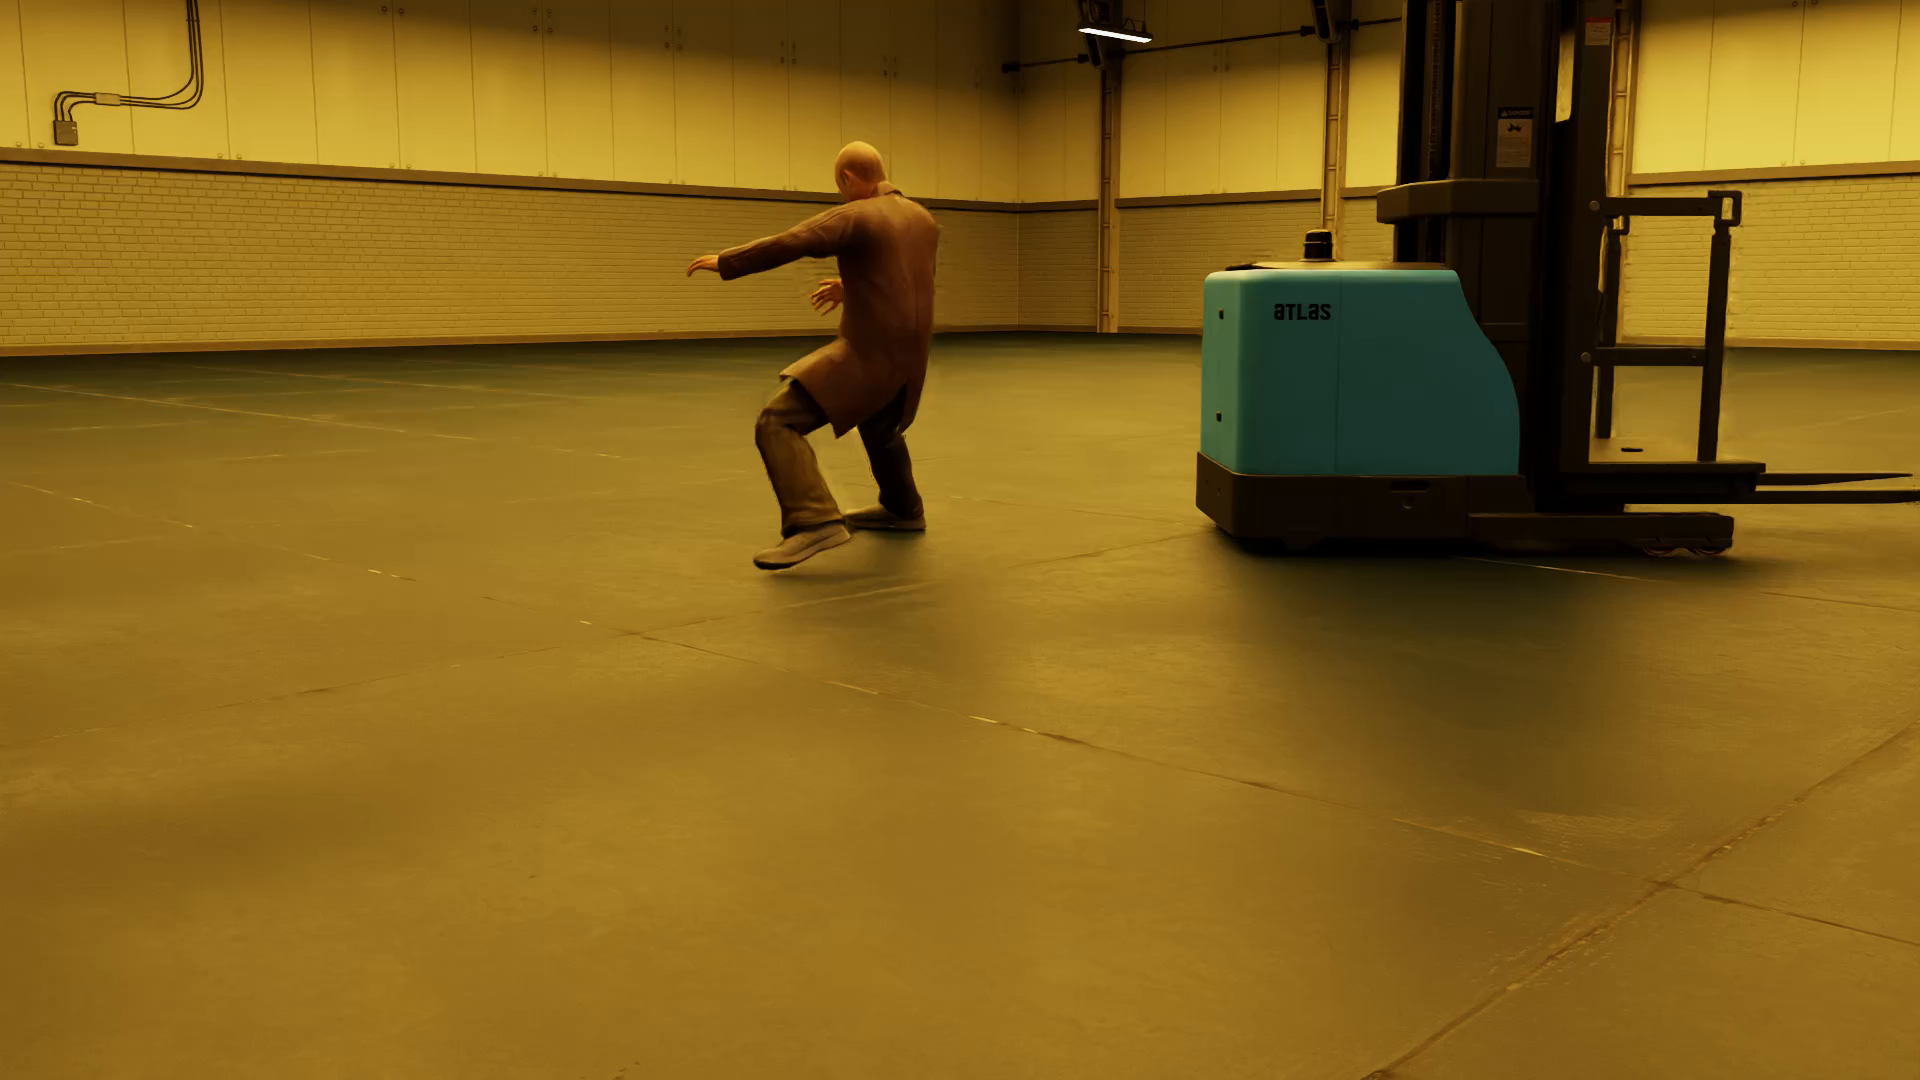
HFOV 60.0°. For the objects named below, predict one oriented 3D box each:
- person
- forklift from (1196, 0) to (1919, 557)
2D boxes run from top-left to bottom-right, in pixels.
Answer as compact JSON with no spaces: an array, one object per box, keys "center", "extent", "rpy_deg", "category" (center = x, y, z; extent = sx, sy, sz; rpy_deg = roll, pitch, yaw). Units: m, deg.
[{"center":[-0.492,-0.724,6.342],"extent":[0.768,1.540,1.342],"rpy_deg":[6,10,35],"category":"person"},{"center":[2.542,-1.463,6.589],"extent":[3.031,2.935,1.130],"rpy_deg":[0,9,-1],"category":"forklift"}]
